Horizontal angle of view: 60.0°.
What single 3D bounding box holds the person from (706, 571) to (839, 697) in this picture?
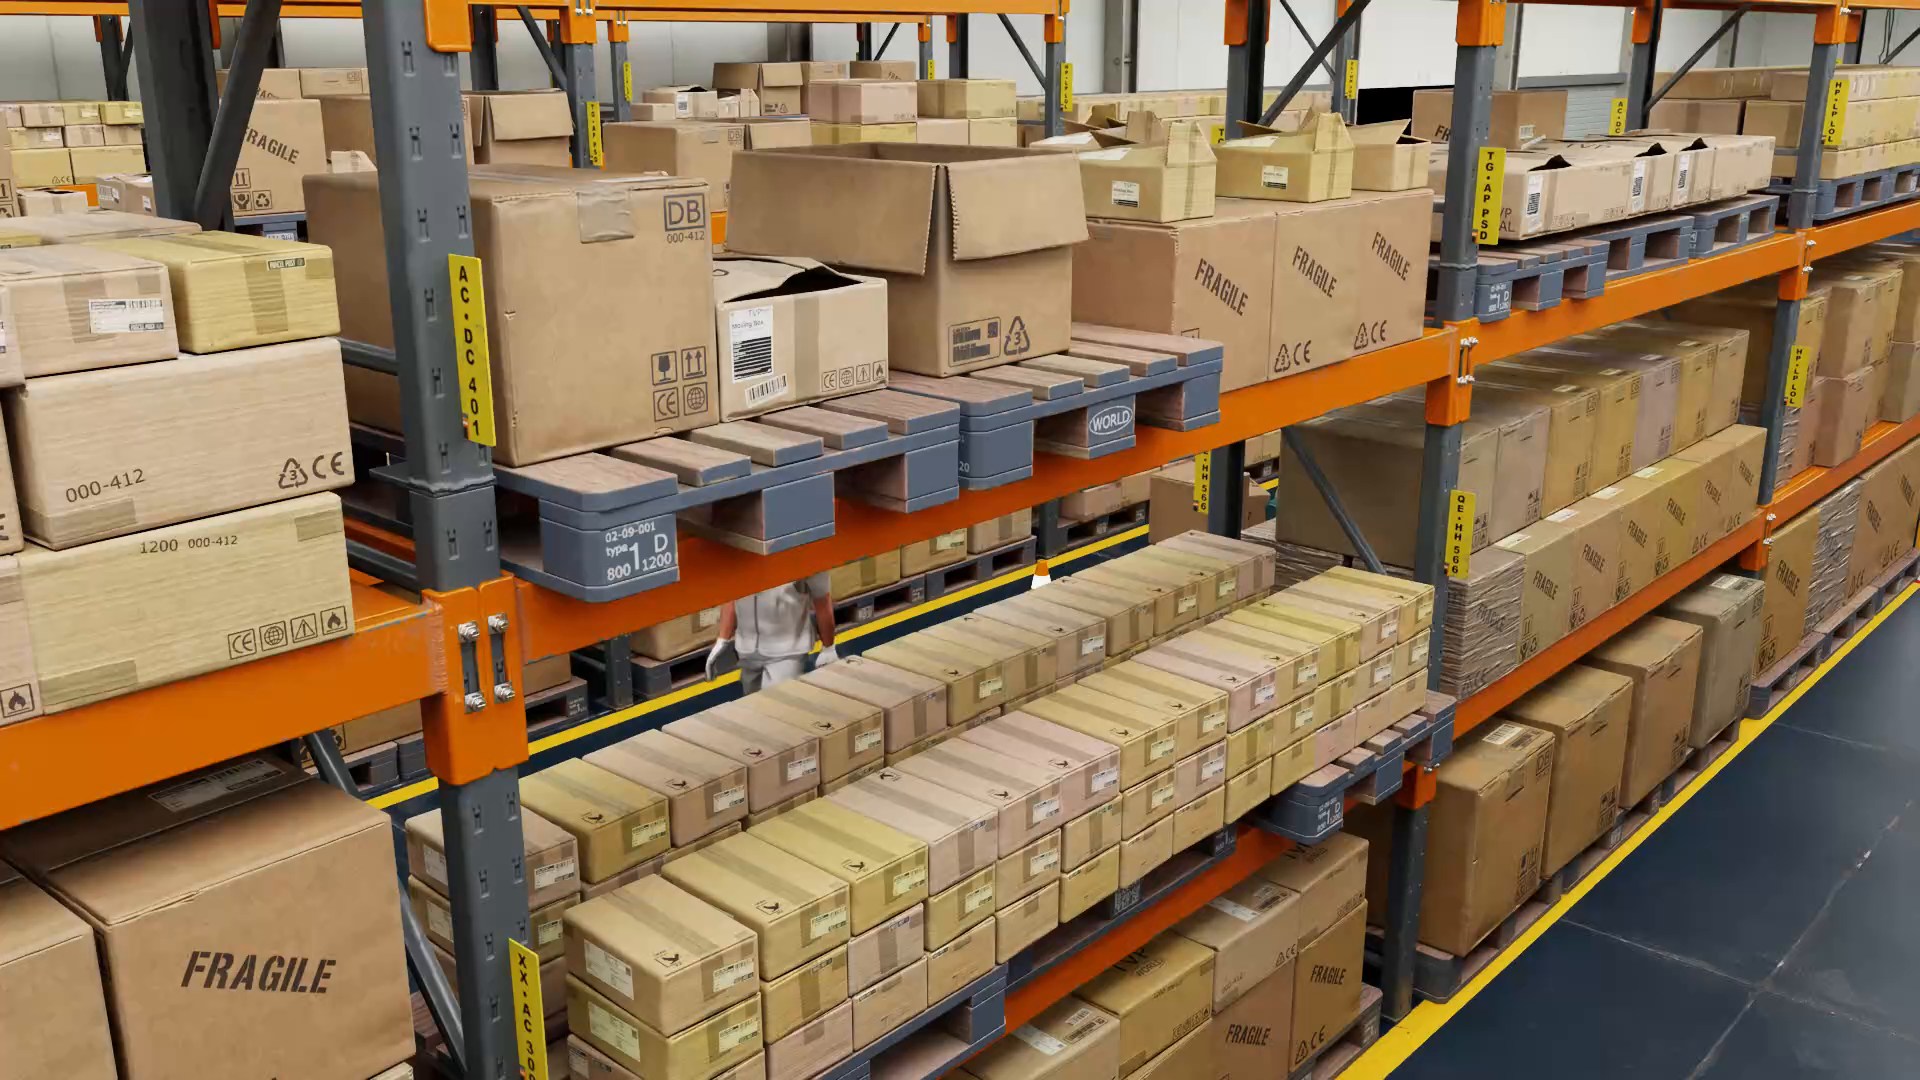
[{"bbox_3d":[-0.919,0.540,8.210,0.554,1.745,1.036,8,19,26],"label":"person"}]
